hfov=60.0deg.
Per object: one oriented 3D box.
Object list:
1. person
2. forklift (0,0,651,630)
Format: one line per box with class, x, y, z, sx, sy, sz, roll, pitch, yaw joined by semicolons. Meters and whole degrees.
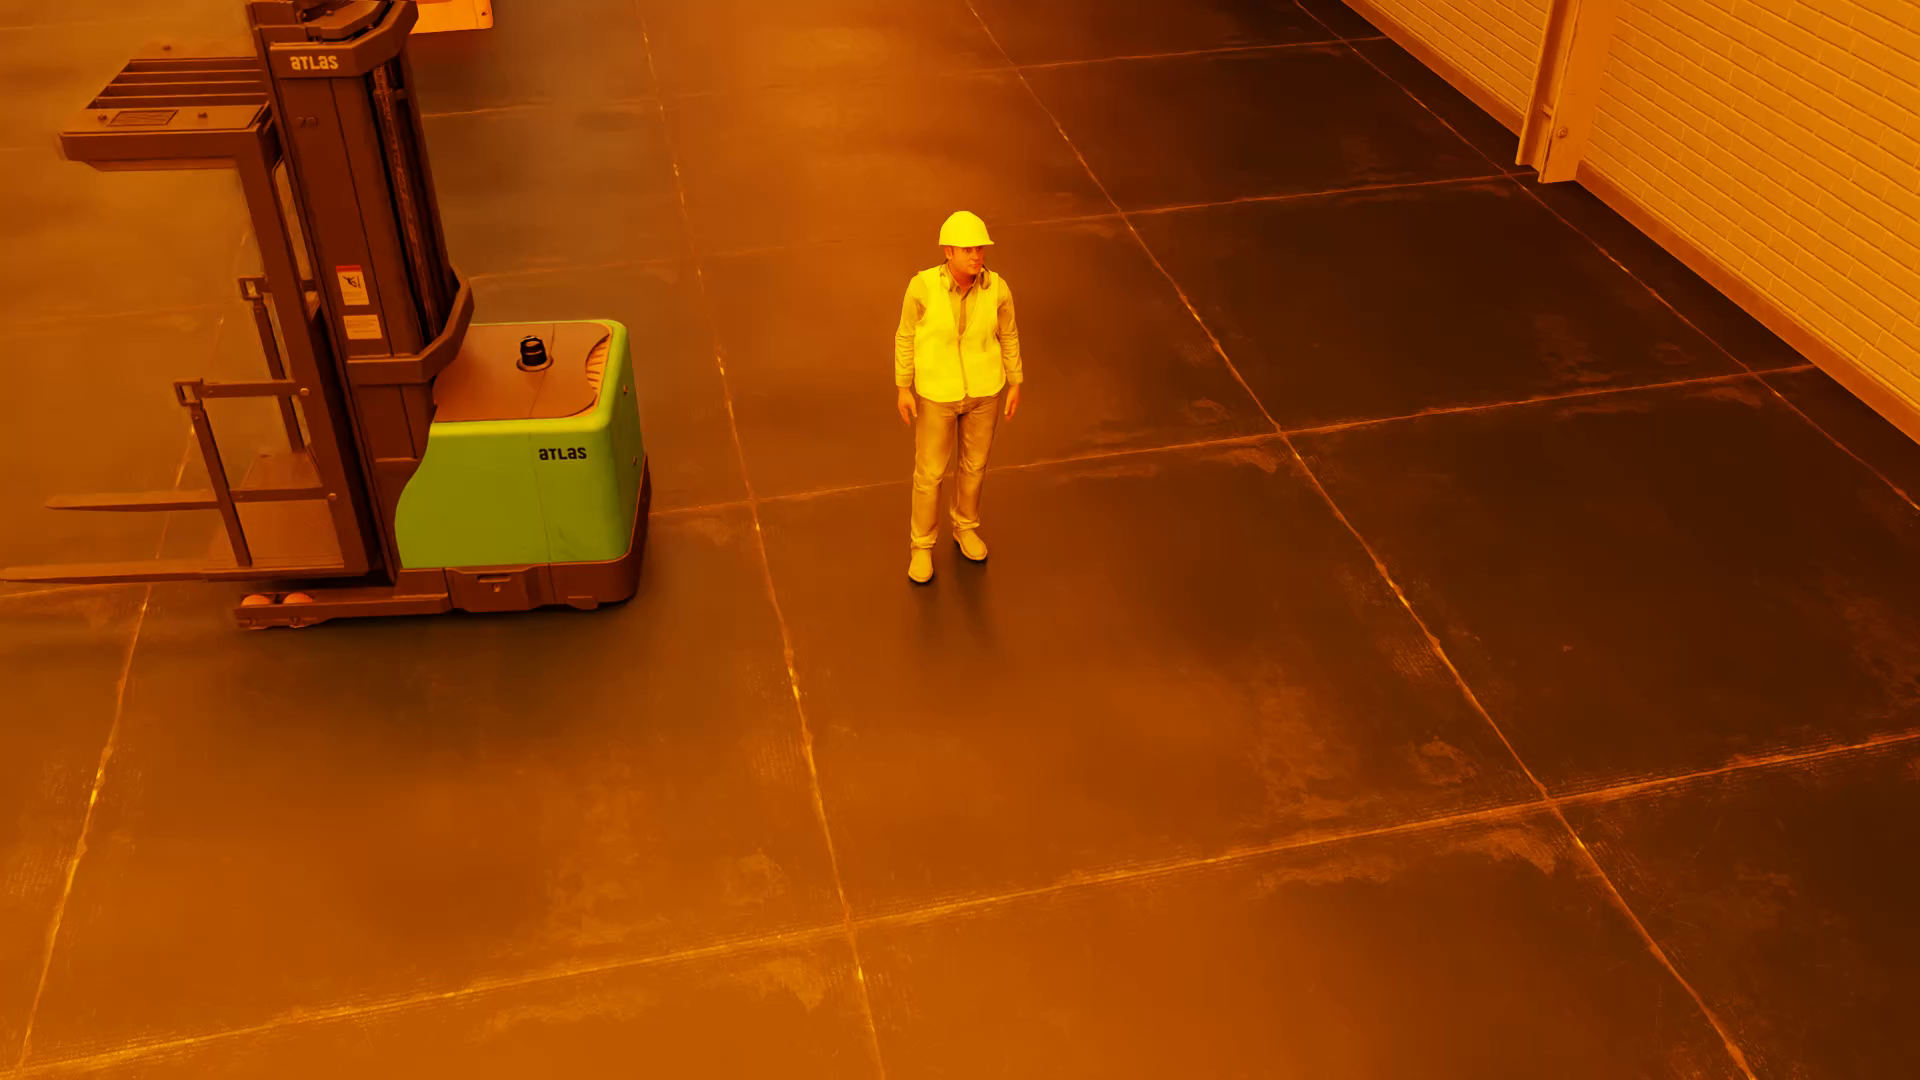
person;0.006;-0.690;7.987;0.632;1.773;0.568;-8;36;-11
forklift;-3.114;-1.081;7.553;3.031;2.935;1.130;-2;36;-3
